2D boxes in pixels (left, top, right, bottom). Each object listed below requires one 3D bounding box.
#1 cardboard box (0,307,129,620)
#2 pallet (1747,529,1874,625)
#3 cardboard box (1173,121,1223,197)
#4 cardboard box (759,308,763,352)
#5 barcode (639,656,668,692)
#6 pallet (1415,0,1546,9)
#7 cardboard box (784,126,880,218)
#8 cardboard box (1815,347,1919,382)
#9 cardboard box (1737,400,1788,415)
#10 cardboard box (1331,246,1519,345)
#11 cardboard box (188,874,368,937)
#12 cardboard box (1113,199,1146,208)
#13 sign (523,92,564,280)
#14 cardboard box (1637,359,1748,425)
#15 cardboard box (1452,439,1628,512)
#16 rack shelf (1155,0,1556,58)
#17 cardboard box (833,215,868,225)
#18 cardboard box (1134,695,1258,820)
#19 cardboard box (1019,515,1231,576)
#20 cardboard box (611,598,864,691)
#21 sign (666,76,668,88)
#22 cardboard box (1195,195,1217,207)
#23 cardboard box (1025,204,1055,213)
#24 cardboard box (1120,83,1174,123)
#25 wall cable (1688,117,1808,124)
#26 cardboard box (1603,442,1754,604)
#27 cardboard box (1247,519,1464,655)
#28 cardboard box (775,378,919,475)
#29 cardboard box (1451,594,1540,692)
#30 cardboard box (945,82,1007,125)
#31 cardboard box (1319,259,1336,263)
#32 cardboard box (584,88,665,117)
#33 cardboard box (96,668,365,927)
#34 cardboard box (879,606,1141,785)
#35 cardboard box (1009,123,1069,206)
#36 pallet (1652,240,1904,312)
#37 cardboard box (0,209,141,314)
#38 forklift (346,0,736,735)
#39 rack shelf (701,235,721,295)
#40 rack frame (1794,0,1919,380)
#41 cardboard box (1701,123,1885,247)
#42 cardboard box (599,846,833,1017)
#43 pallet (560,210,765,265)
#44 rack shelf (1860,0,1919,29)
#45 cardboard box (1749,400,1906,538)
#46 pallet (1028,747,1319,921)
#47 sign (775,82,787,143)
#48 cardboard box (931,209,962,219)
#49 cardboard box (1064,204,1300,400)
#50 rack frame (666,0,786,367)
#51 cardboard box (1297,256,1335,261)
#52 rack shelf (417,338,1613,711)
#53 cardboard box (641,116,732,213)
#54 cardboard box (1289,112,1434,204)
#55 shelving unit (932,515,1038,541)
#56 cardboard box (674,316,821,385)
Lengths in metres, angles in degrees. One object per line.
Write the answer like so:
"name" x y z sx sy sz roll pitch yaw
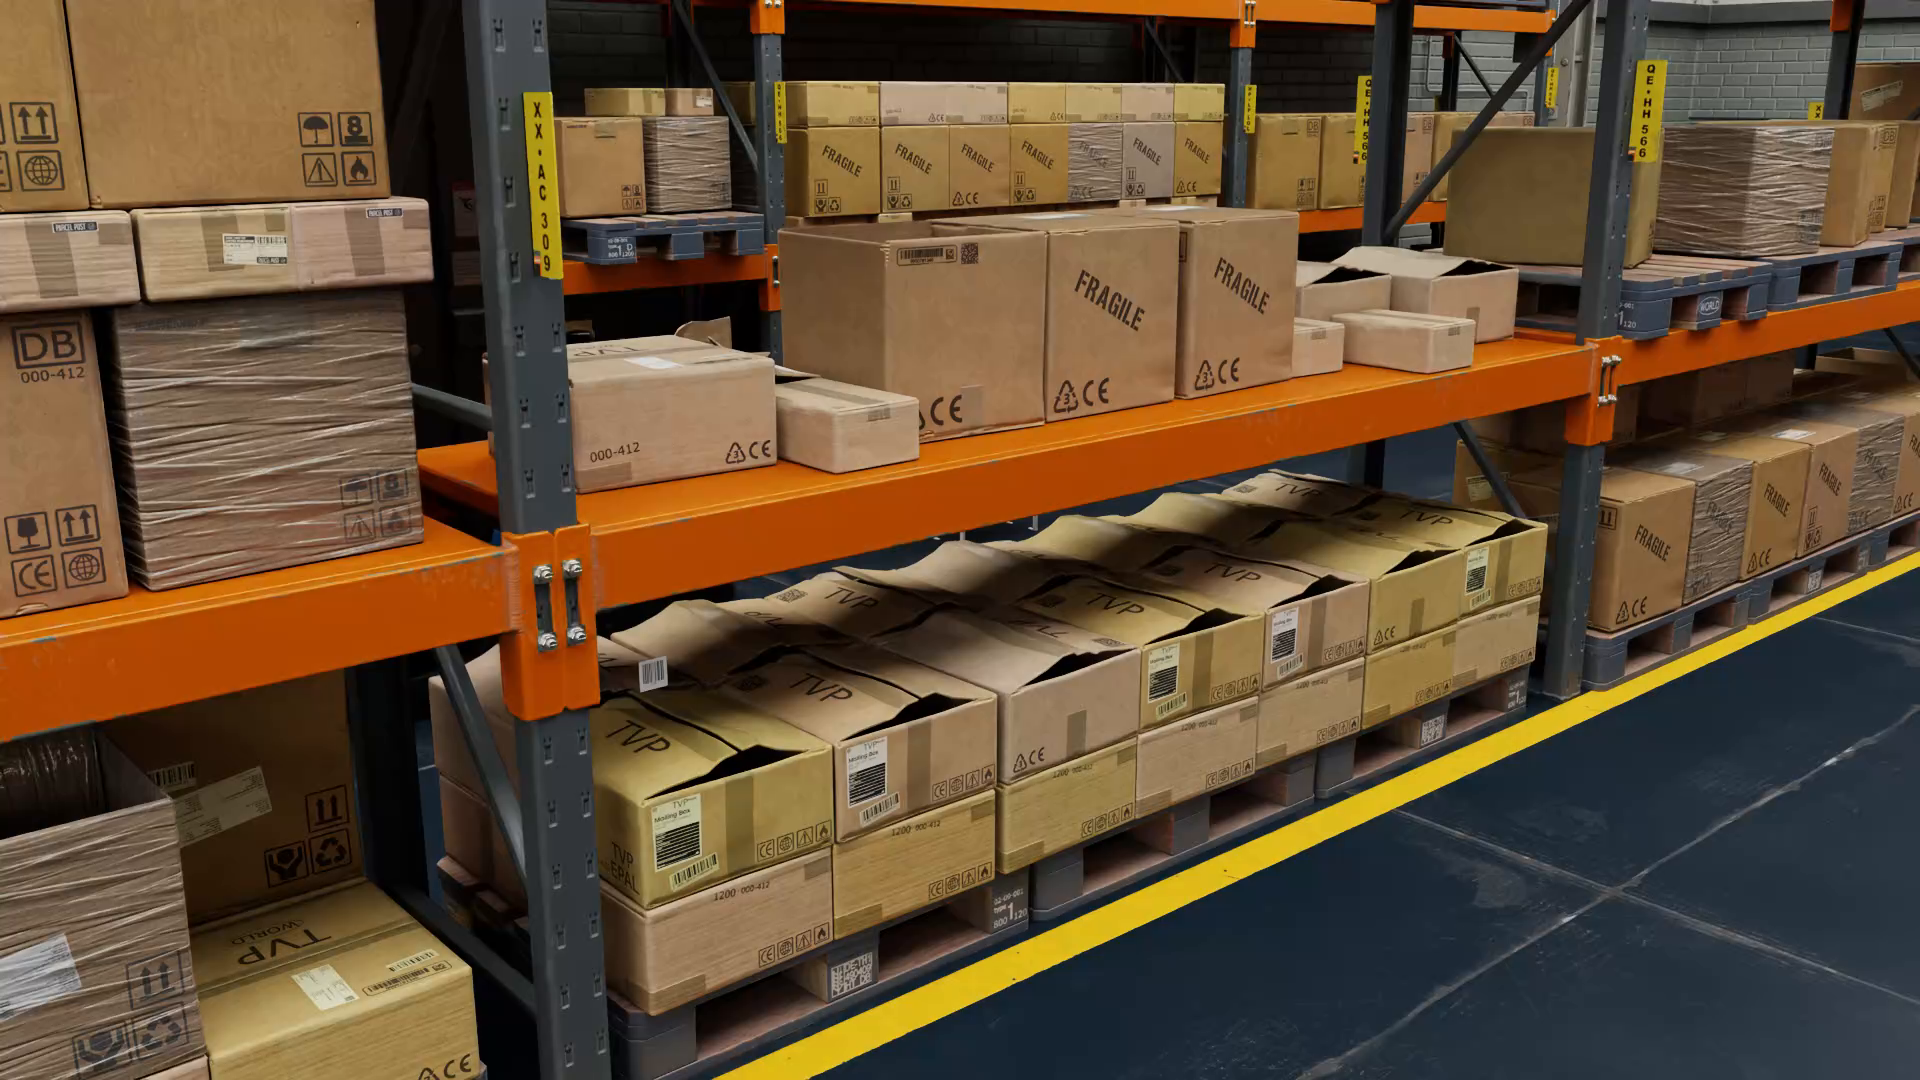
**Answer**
"cardboard box" -1.837 -0.168 2.872 0.500 0.500 0.700 -13 20 -40
"pallet" 3.412 0.059 7.622 1.213 0.211 1.003 -13 19 -39
"cardboard box" 1.485 -2.680 11.661 0.500 0.500 0.500 -13 20 -40
"cardboard box" -0.709 -1.191 10.249 0.750 0.750 0.750 -13 20 -40
"barcode" -0.647 0.283 3.510 0.075 0.075 0.001 -13 19 -39
"pallet" 4.132 -4.562 13.875 1.213 0.211 1.003 -13 19 -39
"cardboard box" -0.816 -2.162 9.722 0.500 0.500 0.500 -12 19 -38
"cardboard box" 5.166 -0.798 9.417 0.500 0.500 0.500 -13 19 -39
"cardboard box" 3.620 -0.436 8.062 0.500 0.500 0.500 -12 19 -39
"cardboard box" 1.601 -0.868 5.859 0.500 0.311 0.500 -11 19 -36
"cardboard box" -1.662 0.859 3.737 0.500 0.250 0.500 -13 19 -39
"cardboard box" 1.038 -2.243 11.281 0.250 0.149 0.380 -13 19 -39
"sign" -0.748 -0.635 2.984 0.005 0.325 0.100 -13 19 -39
"cardboard box" 3.265 -0.720 7.671 0.500 0.250 0.500 -13 20 -40
"cardboard box" 2.456 -0.173 7.077 0.500 0.500 0.500 -12 19 -37
"rack shelf" 3.176 -4.046 13.166 4.000 0.370 1.077 -13 19 -39
"cardboard box" -0.754 -1.868 9.878 0.250 0.149 0.380 -12 19 -39
"cardboard box" 0.514 0.558 4.861 0.500 0.250 0.500 -12 19 -38
"cardboard box" 0.540 0.099 5.496 0.500 0.311 0.500 -13 20 -41
"cardboard box" -0.607 0.354 4.538 0.500 0.311 0.500 -12 19 -38
"sign" -1.717 -2.595 9.908 0.005 0.325 0.100 -13 19 -39
"cardboard box" 1.598 -2.381 11.801 0.250 0.149 0.380 -12 19 -39
"cardboard box" 0.403 -2.132 10.867 0.250 0.149 0.380 -12 19 -38
"cardboard box" 1.091 -2.956 11.241 0.500 0.250 0.500 -12 19 -38
"wall cable" 9.186 -5.570 17.681 0.112 2.526 3.097 -13 19 -39
"cardboard box" 2.827 -0.080 6.729 0.500 0.500 0.500 -14 20 -41
"cardboard box" 1.283 0.117 5.429 0.500 0.311 0.500 -13 20 -40
"cardboard box" -0.310 -0.275 3.955 0.250 0.149 0.380 -13 19 -39
"cardboard box" 1.668 0.298 5.836 0.500 0.250 0.500 -12 19 -38
"cardboard box" -0.059 -2.695 10.265 0.500 0.250 0.500 -12 19 -39
"cardboard box" 3.071 -2.132 13.191 0.250 0.149 0.380 -13 20 -41
"cardboard box" -1.824 -2.380 9.046 0.380 0.149 0.250 12 19 38
"cardboard box" -1.668 0.494 3.648 0.500 0.500 0.500 -13 19 -39
"cardboard box" 0.133 0.375 4.461 0.500 0.311 0.500 -14 20 -41
"cardboard box" 0.348 -2.422 10.697 0.500 0.500 0.500 -12 19 -38
"pallet" 3.368 -1.202 7.308 1.213 0.211 1.003 -13 19 -39
"cardboard box" -1.561 -0.474 2.761 0.250 0.149 0.380 -13 20 -41
"forklift" -2.358 -0.865 5.810 3.031 2.935 1.130 -12 19 -38
"rack shelf" 0.159 -1.919 11.016 4.000 0.370 1.077 -13 19 -39
"rack frame" 4.922 -1.642 8.583 0.127 3.000 1.000 -13 19 -39
"cardboard box" 3.630 -1.582 7.351 0.700 0.500 0.500 10 18 33
"cardboard box" -0.646 0.819 3.886 0.500 0.250 0.500 -13 20 -41
"pallet" -1.818 -1.694 9.150 1.003 0.211 1.213 -13 19 -39
"rack shelf" 6.431 -3.082 9.558 4.000 0.370 1.077 -13 19 -39
"cardboard box" 3.981 -0.340 7.702 0.500 0.500 0.500 -12 19 -39
"pallet" 0.338 0.721 5.143 1.213 0.211 1.003 -13 19 -39
"sign" -0.987 -2.345 9.126 0.005 0.325 0.100 -13 19 -39
"cardboard box" -0.199 -2.009 10.405 0.250 0.149 0.380 -12 19 -38
"cardboard box" 0.649 -0.725 4.958 0.500 0.500 0.500 -14 20 -42
"rack frame" -1.350 -1.928 9.655 0.127 3.000 1.000 -13 19 -39
"cardboard box" 2.845 -2.212 13.491 0.250 0.149 0.380 -12 19 -39
"rack shelf" 0.396 -0.278 4.871 4.000 0.370 1.077 -13 19 -39
"cardboard box" -1.698 -2.107 9.280 0.700 0.500 0.500 13 20 40
"cardboard box" 3.184 -3.087 13.412 0.700 0.700 0.980 -14 20 -42
"shelving unit" 0.125 -0.608 8.200 0.503 1.200 0.258 -13 19 -39
"cardboard box" -0.570 -0.406 4.219 0.258 0.266 0.396 -13 20 -41
